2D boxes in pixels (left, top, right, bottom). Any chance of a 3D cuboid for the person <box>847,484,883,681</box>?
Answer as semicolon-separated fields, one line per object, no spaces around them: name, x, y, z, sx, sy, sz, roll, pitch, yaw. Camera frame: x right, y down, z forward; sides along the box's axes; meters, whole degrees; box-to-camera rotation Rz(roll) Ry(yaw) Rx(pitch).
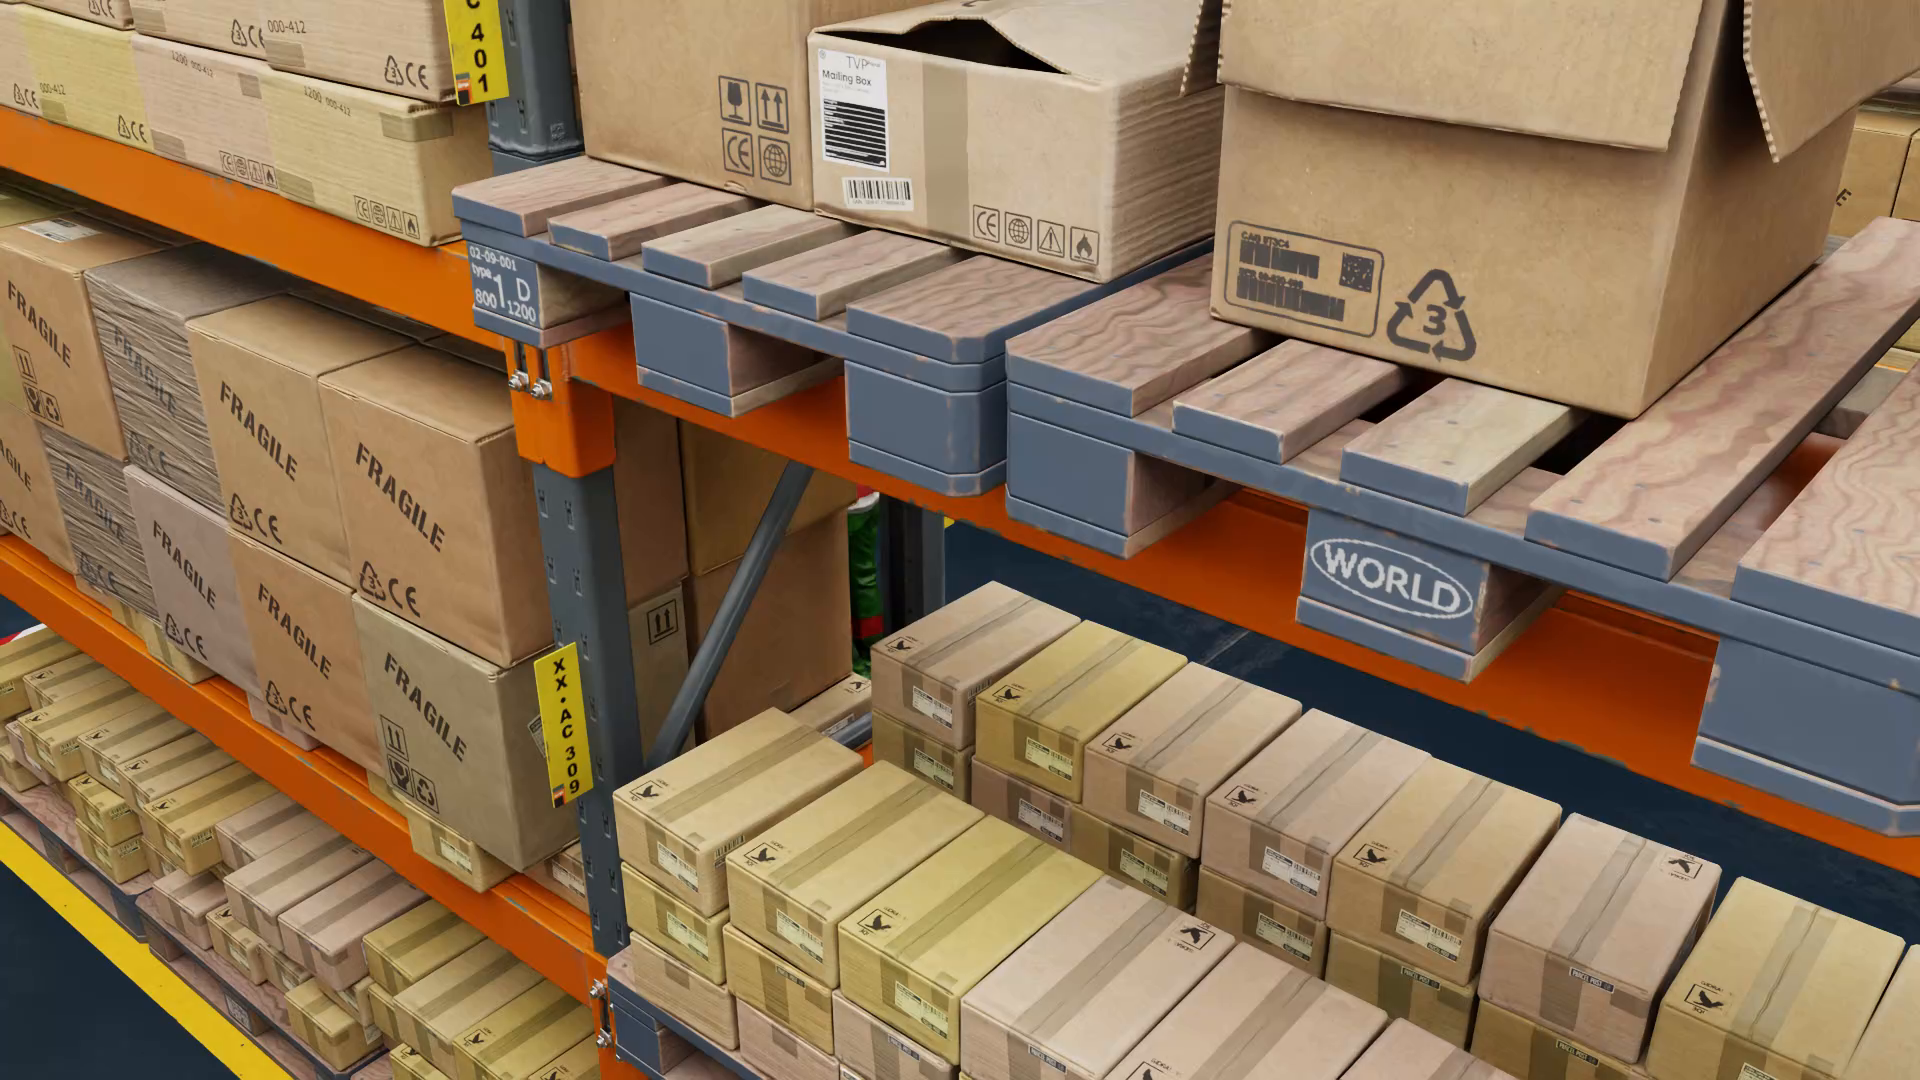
person;-0.466;-0.175;6.413;0.387;1.794;0.592;9;29;18
